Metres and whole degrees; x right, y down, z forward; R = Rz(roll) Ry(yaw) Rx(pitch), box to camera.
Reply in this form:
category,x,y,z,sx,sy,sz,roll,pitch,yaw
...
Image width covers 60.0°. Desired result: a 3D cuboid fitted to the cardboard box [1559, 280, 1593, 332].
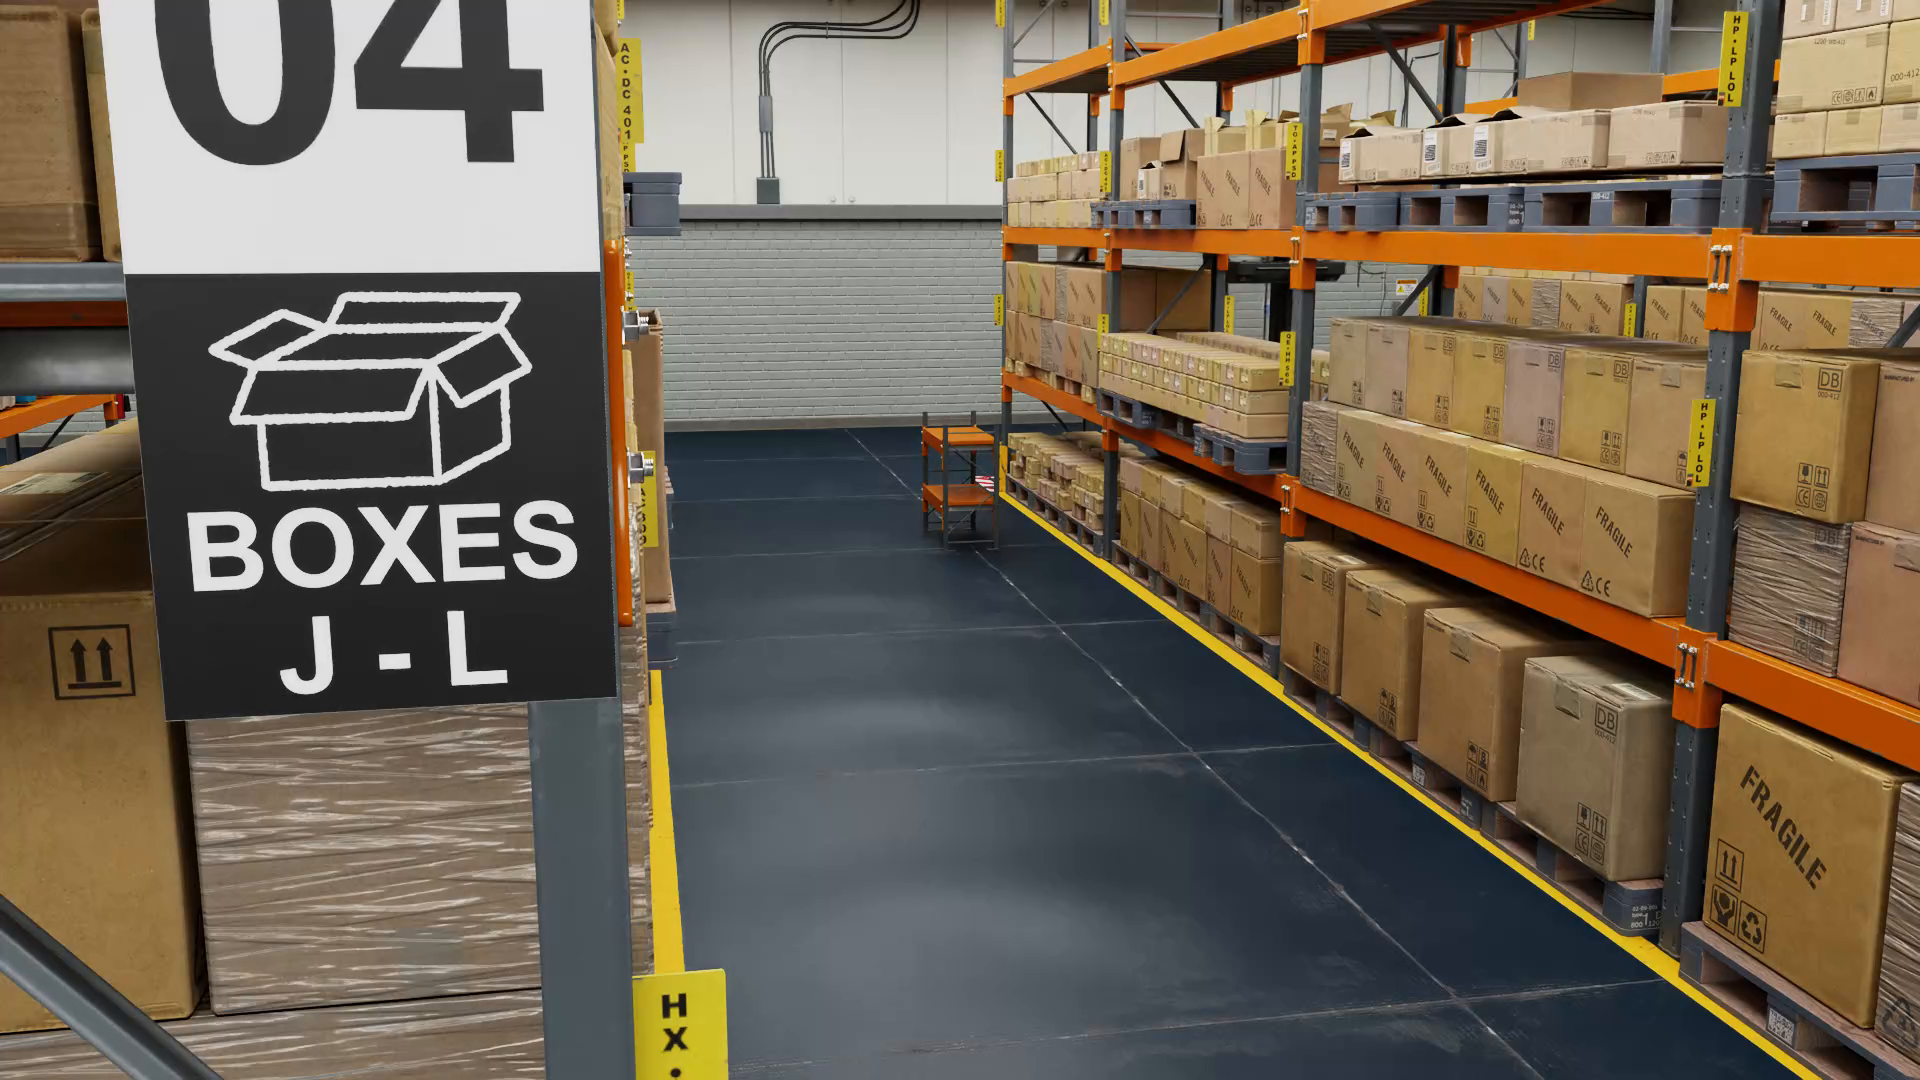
category,x,y,z,sx,sy,sz,roll,pitch,yaw
cardboard box,6.113,-2.228,15.937,0.500,0.500,0.500,-2,11,-12

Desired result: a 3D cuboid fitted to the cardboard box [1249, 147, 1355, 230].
category,x,y,z,sx,sy,sz,roll,pitch,yaw
cardboard box,2.148,-2.204,10.462,0.500,0.500,0.500,-2,11,-11

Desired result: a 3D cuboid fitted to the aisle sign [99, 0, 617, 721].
category,x,y,z,sx,sy,sz,roll,pitch,yaw
aisle sign,-0.514,-0.233,1.445,0.394,0.787,0.004,-2,11,-11

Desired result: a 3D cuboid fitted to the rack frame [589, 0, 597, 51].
category,x,y,z,sx,sy,sz,roll,pitch,yaw
rack frame,-0.820,-1.903,1.130,1.000,3.000,0.127,-2,11,-11

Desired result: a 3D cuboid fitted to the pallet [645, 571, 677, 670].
category,x,y,z,sx,sy,sz,roll,pitch,yaw
pallet,-1.604,0.259,6.327,1.003,0.211,1.213,-2,11,-11

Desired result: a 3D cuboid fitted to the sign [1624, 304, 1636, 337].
category,x,y,z,sx,sy,sz,roll,pitch,yaw
sign,6.022,-1.961,14.951,0.100,0.325,0.005,-2,11,-11

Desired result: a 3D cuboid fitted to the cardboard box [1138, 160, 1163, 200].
category,x,y,z,sx,sy,sz,roll,pitch,yaw
cardboard box,1.696,-2.786,12.905,0.500,0.311,0.500,-2,11,-12

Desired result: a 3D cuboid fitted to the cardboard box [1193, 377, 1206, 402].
category,x,y,z,sx,sy,sz,roll,pitch,yaw
cardboard box,1.810,-1.031,11.346,0.380,0.149,0.250,-2,11,-11

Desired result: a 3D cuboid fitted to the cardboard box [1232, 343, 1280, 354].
category,x,y,z,sx,sy,sz,roll,pitch,yaw
cardboard box,2.253,-1.389,12.427,0.380,0.149,0.250,-3,11,-14

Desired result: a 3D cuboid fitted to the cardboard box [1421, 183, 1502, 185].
category,x,y,z,sx,sy,sz,roll,pitch,yaw
cardboard box,2.841,-2.098,9.407,0.380,0.166,0.250,-2,11,-11

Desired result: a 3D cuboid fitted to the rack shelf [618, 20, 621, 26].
category,x,y,z,sx,sy,sz,roll,pitch,yaw
rack shelf,-1.987,-2.454,7.016,1.077,0.370,4.000,-2,11,-11

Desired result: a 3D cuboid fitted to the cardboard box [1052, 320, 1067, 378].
category,x,y,z,sx,sy,sz,roll,pitch,yaw
cardboard box,1.164,-1.779,15.459,0.500,0.500,0.500,-2,11,-11

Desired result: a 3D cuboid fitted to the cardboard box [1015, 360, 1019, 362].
category,x,y,z,sx,sy,sz,roll,pitch,yaw
cardboard box,0.784,-1.813,17.370,0.380,0.149,0.250,-2,11,-9

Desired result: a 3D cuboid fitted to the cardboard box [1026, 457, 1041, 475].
category,x,y,z,sx,sy,sz,roll,pitch,yaw
cardboard box,0.878,-0.754,16.842,0.380,0.149,0.250,-2,11,-9

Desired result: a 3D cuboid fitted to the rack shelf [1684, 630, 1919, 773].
category,x,y,z,sx,sy,sz,roll,pitch,yaw
rack shelf,3.676,0.868,4.535,1.077,0.370,4.000,-2,11,-11

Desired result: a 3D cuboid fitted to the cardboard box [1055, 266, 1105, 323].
category,x,y,z,sx,sy,sz,roll,pitch,yaw
cardboard box,1.182,-2.271,15.368,0.500,0.500,0.500,-2,11,-10

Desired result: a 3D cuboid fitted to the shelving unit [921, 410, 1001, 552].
category,x,y,z,sx,sy,sz,roll,pitch,yaw
shelving unit,-0.001,-0.554,15.098,0.538,1.125,1.048,-2,11,-11

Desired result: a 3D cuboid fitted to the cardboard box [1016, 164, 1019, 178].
category,x,y,z,sx,sy,sz,roll,pitch,yaw
cardboard box,0.792,-3.826,17.252,0.380,0.149,0.250,-2,11,-11

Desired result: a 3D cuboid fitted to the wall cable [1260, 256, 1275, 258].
category,x,y,z,sx,sy,sz,roll,pitch,yaw
wall cable,4.669,-3.799,24.333,0.585,1.953,0.123,-2,11,-11

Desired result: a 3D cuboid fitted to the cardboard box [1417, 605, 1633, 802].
category,x,y,z,sx,sy,sz,roll,pitch,yaw
cardboard box,2.894,0.759,8.078,1.050,0.750,0.750,-2,11,-11

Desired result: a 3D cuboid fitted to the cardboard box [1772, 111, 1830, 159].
category,x,y,z,sx,sy,sz,roll,pitch,yaw
cardboard box,3.024,-1.378,5.674,0.380,0.149,0.250,-2,11,-12

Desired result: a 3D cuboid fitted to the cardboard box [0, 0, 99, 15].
category,x,y,z,sx,sy,sz,roll,pitch,yaw
cardboard box,-1.116,-0.644,1.868,0.380,0.149,0.250,-2,11,-13

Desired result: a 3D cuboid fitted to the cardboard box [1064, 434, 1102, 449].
category,x,y,z,sx,sy,sz,roll,pitch,yaw
cardboard box,1.297,-1.015,17.415,0.380,0.149,0.250,-2,11,-10

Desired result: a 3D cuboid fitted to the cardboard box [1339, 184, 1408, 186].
category,x,y,z,sx,sy,sz,roll,pitch,yaw
cardboard box,2.417,-2.124,9.592,0.380,0.149,0.250,-3,11,-13

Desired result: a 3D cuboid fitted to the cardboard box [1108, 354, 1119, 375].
category,x,y,z,sx,sy,sz,roll,pitch,yaw
cardboard box,1.408,-1.412,13.344,0.380,0.149,0.250,-2,11,-12

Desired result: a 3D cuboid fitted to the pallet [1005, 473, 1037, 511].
category,x,y,z,sx,sy,sz,roll,pitch,yaw
pallet,1.091,-0.519,17.356,1.003,0.211,1.213,-2,11,-11

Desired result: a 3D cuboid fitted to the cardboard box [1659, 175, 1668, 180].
category,x,y,z,sx,sy,sz,roll,pitch,yaw
cardboard box,6.658,-3.411,15.416,0.500,0.500,0.500,-2,11,-10

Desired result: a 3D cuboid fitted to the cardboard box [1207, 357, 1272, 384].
category,x,y,z,sx,sy,sz,roll,pitch,yaw
cardboard box,1.866,-1.128,11.058,0.380,0.149,0.250,-2,11,-9

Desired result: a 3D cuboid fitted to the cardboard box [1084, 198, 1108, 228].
category,x,y,z,sx,sy,sz,roll,pitch,yaw
cardboard box,1.370,-2.799,14.259,0.500,0.250,0.500,-2,11,-10

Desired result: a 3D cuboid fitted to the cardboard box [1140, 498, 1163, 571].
category,x,y,z,sx,sy,sz,roll,pitch,yaw
cardboard box,1.719,-0.055,13.026,0.500,0.500,0.500,-2,11,-8

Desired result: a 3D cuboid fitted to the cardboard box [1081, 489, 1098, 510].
category,x,y,z,sx,sy,sz,roll,pitch,yaw
cardboard box,1.293,-0.366,14.805,0.380,0.149,0.250,-3,11,-14

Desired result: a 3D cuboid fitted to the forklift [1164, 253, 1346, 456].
category,x,y,z,sx,sy,sz,roll,pitch,yaw
forklift,2.914,-1.593,15.727,1.130,2.935,3.031,-2,11,-13

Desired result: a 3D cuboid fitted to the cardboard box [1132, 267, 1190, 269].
category,x,y,z,sx,sy,sz,roll,pitch,yaw
cardboard box,1.766,-2.192,14.951,0.500,0.500,0.500,-2,11,-13

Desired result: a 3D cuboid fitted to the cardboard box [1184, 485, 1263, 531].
category,x,y,z,sx,sy,sz,roll,pitch,yaw
cardboard box,1.926,-0.234,11.960,0.500,0.250,0.500,-2,11,-10

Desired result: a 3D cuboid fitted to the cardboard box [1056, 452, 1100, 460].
category,x,y,z,sx,sy,sz,roll,pitch,yaw
cardboard box,1.139,-0.759,16.072,0.380,0.149,0.250,-2,11,-11

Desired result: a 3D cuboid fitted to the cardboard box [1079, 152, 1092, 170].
category,x,y,z,sx,sy,sz,roll,pitch,yaw
cardboard box,1.251,-3.299,14.483,0.380,0.149,0.250,-2,11,-11

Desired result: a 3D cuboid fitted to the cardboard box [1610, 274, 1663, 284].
category,x,y,z,sx,sy,sz,roll,pitch,yaw
cardboard box,6.194,-2.421,15.220,0.380,0.149,0.250,-2,11,-12

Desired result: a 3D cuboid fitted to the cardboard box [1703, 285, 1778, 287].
category,x,y,z,sx,sy,sz,roll,pitch,yaw
cardboard box,6.900,-1.985,14.662,0.500,0.500,0.500,-2,11,-9

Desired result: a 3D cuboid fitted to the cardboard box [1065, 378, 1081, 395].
category,x,y,z,sx,sy,sz,roll,pitch,yaw
cardboard box,1.187,-1.431,15.364,0.380,0.149,0.250,-3,11,-13

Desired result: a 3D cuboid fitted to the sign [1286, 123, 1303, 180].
category,x,y,z,sx,sy,sz,roll,pitch,yaw
sign,1.976,-2.294,9.819,0.100,0.325,0.005,-2,11,-11

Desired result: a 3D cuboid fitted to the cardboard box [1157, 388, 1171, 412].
category,x,y,z,sx,sy,sz,roll,pitch,yaw
cardboard box,1.661,-1.027,12.120,0.380,0.149,0.250,-3,11,-14

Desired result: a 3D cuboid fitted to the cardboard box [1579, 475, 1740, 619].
category,x,y,z,sx,sy,sz,roll,pitch,yaw
cardboard box,2.923,0.013,6.838,0.500,0.500,0.500,-2,11,-11

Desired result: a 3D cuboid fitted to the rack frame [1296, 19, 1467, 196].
category,x,y,z,sx,sy,sz,roll,pitch,yaw
rack frame,2.509,-3.532,9.689,1.000,3.000,0.127,-2,11,-11

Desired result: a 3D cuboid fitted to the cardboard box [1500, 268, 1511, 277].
category,x,y,z,sx,sy,sz,roll,pitch,yaw
cardboard box,5.824,-2.796,17.190,0.380,0.149,0.250,-2,11,-10

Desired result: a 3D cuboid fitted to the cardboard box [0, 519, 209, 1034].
category,x,y,z,sx,sy,sz,roll,pitch,yaw
cardboard box,-1.170,0.265,2.043,0.500,0.500,0.500,-2,11,-11

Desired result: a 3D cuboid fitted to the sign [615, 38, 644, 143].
category,x,y,z,sx,sy,sz,roll,pitch,yaw
sign,-1.068,-1.439,5.327,0.100,0.325,0.005,-2,11,-11

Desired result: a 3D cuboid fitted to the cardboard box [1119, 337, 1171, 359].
category,x,y,z,sx,sy,sz,roll,pitch,yaw
cardboard box,1.464,-1.507,13.050,0.380,0.149,0.250,-2,11,-11

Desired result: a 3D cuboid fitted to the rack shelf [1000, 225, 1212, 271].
category,x,y,z,sx,sy,sz,roll,pitch,yaw
rack shelf,1.342,-2.806,15.818,1.077,0.370,4.000,-2,11,-11

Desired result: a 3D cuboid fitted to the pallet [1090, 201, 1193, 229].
category,x,y,z,sx,sy,sz,roll,pitch,yaw
pallet,1.746,-2.583,13.226,1.213,0.211,1.003,-2,11,-11

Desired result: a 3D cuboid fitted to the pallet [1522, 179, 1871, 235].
category,x,y,z,sx,sy,sz,roll,pitch,yaw
pallet,3.060,-1.398,7.007,0.805,0.209,1.217,-3,11,-13

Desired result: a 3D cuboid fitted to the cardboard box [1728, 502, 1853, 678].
category,x,y,z,sx,sy,sz,roll,pitch,yaw
cardboard box,3.370,0.142,6.028,0.875,0.550,0.550,-2,11,-11

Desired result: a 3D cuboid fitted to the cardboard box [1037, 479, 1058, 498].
category,x,y,z,sx,sy,sz,roll,pitch,yaw
cardboard box,0.975,-0.517,16.394,0.380,0.149,0.250,-3,11,-14
